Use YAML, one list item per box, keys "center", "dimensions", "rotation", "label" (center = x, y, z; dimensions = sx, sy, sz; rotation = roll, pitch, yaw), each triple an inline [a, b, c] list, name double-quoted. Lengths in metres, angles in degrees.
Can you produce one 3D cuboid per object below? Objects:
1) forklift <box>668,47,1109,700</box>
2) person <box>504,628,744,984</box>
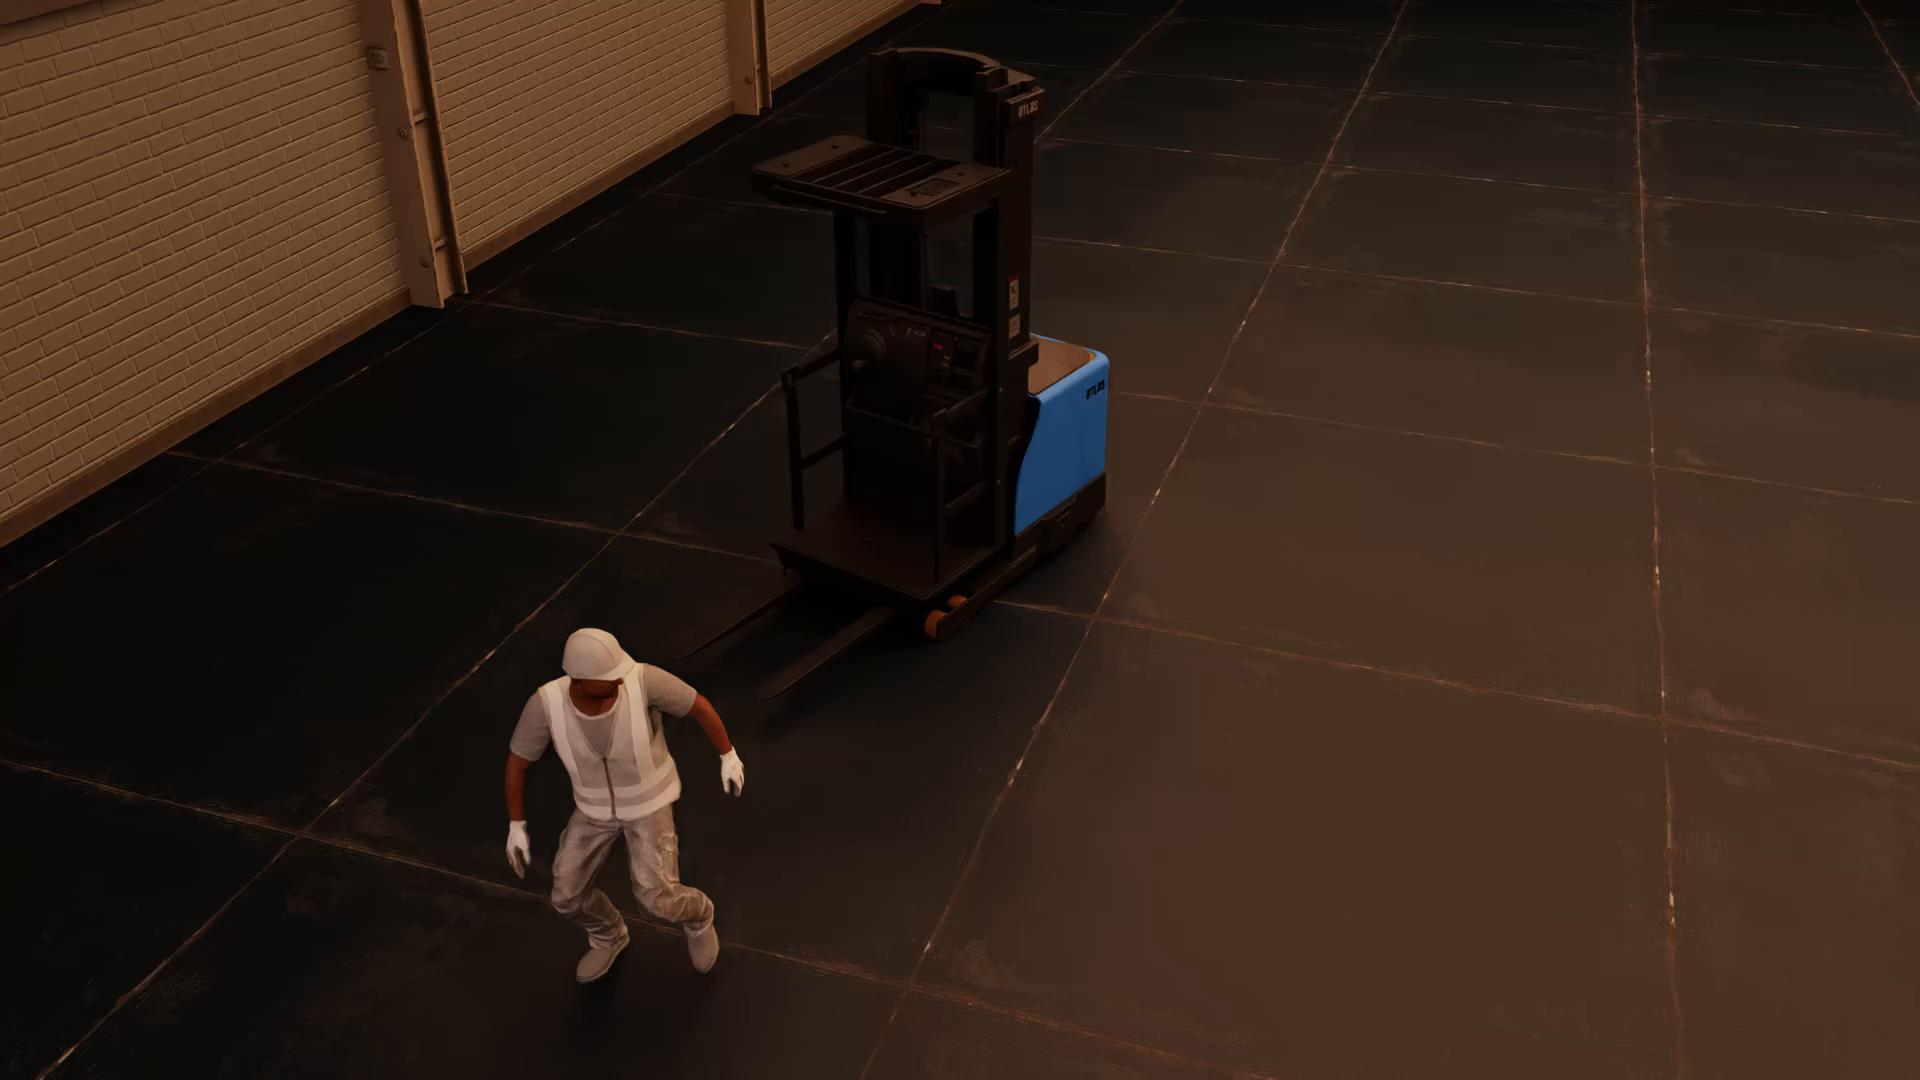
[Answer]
- center: [-0.362, -0.993, 8.878]
  dimensions: [1.130, 2.935, 3.031]
  rotation: [19, 35, 30]
  label: "forklift"
- center: [-1.330, 1.061, 6.557]
  dimensions: [0.849, 1.676, 0.625]
  rotation: [4, 30, 7]
  label: "person"
